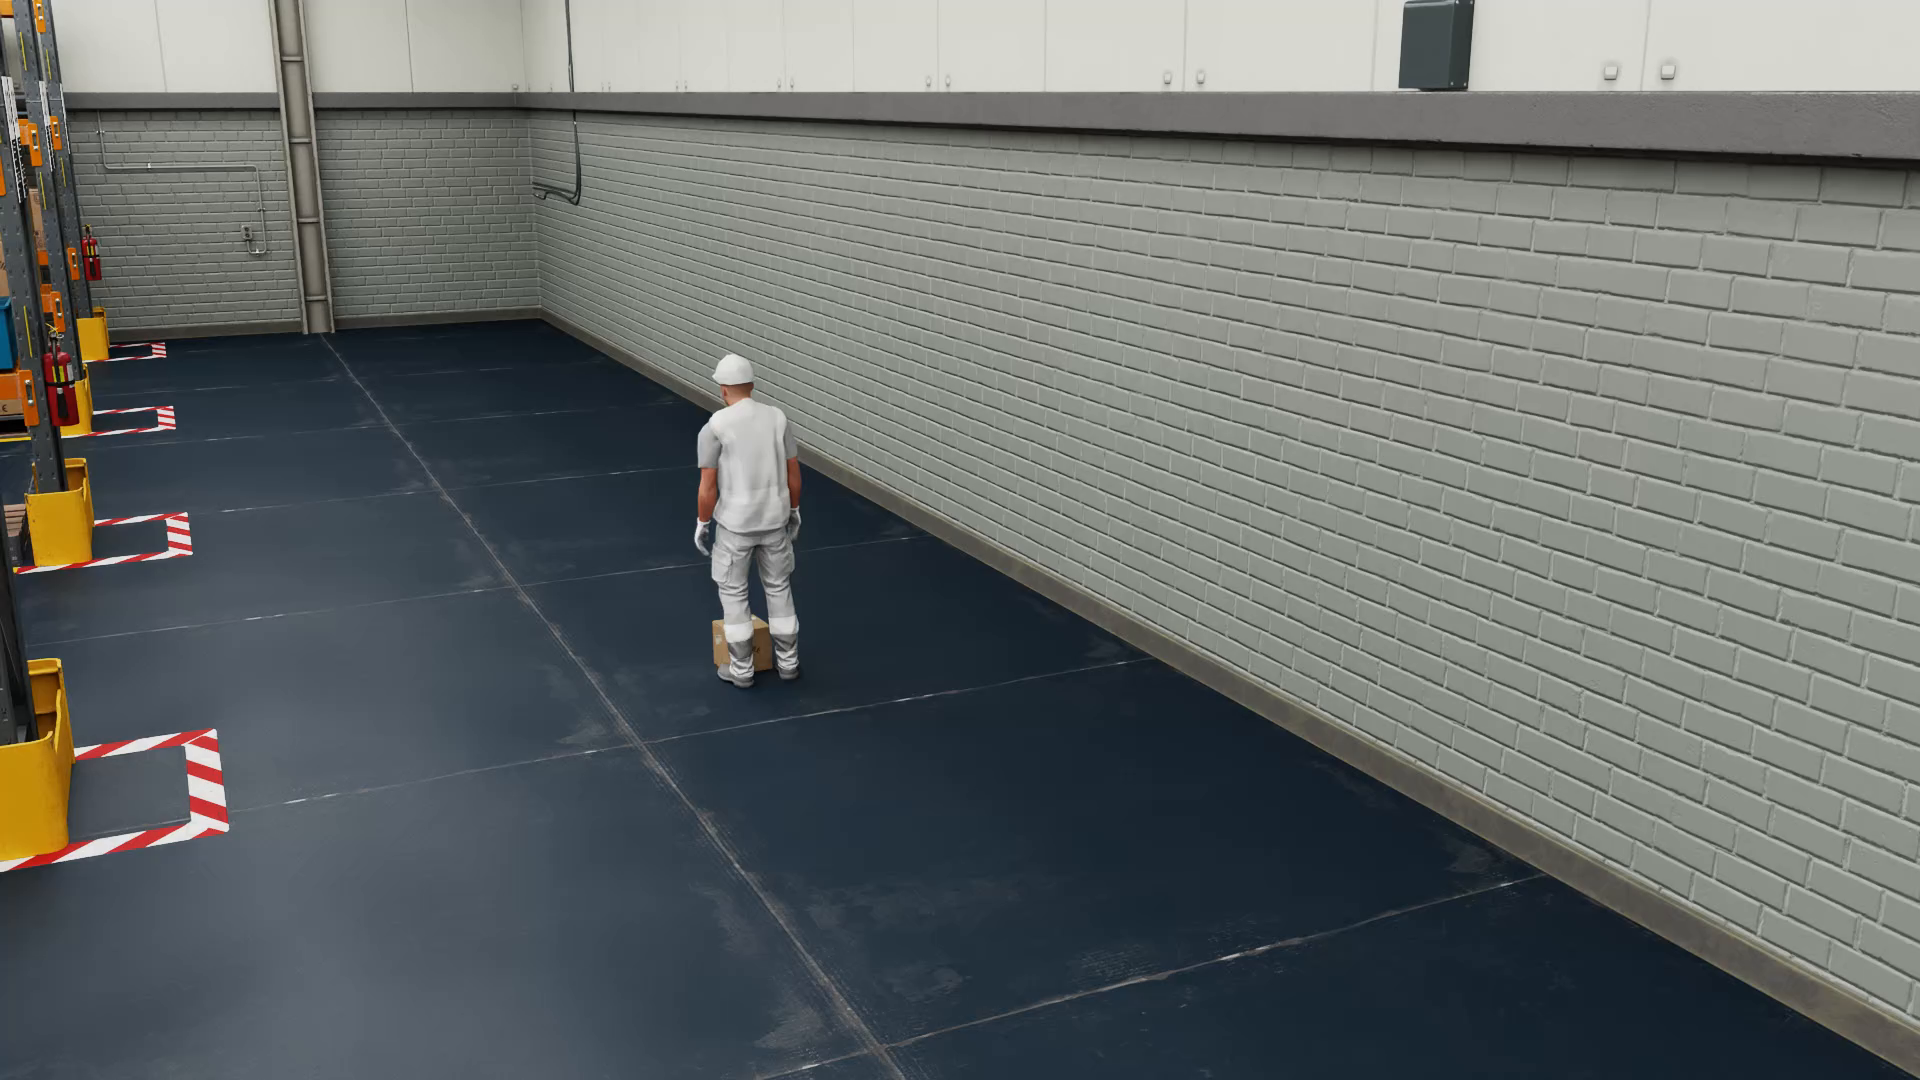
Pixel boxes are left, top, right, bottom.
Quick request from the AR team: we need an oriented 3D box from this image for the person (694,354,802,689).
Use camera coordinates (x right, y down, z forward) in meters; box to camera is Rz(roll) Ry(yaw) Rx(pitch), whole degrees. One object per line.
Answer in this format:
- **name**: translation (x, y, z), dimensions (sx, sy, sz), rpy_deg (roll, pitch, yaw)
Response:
- **person**: translation (-1.125, -0.098, 8.856), dimensions (0.617, 1.778, 0.453), rpy_deg (-8, 17, -28)
